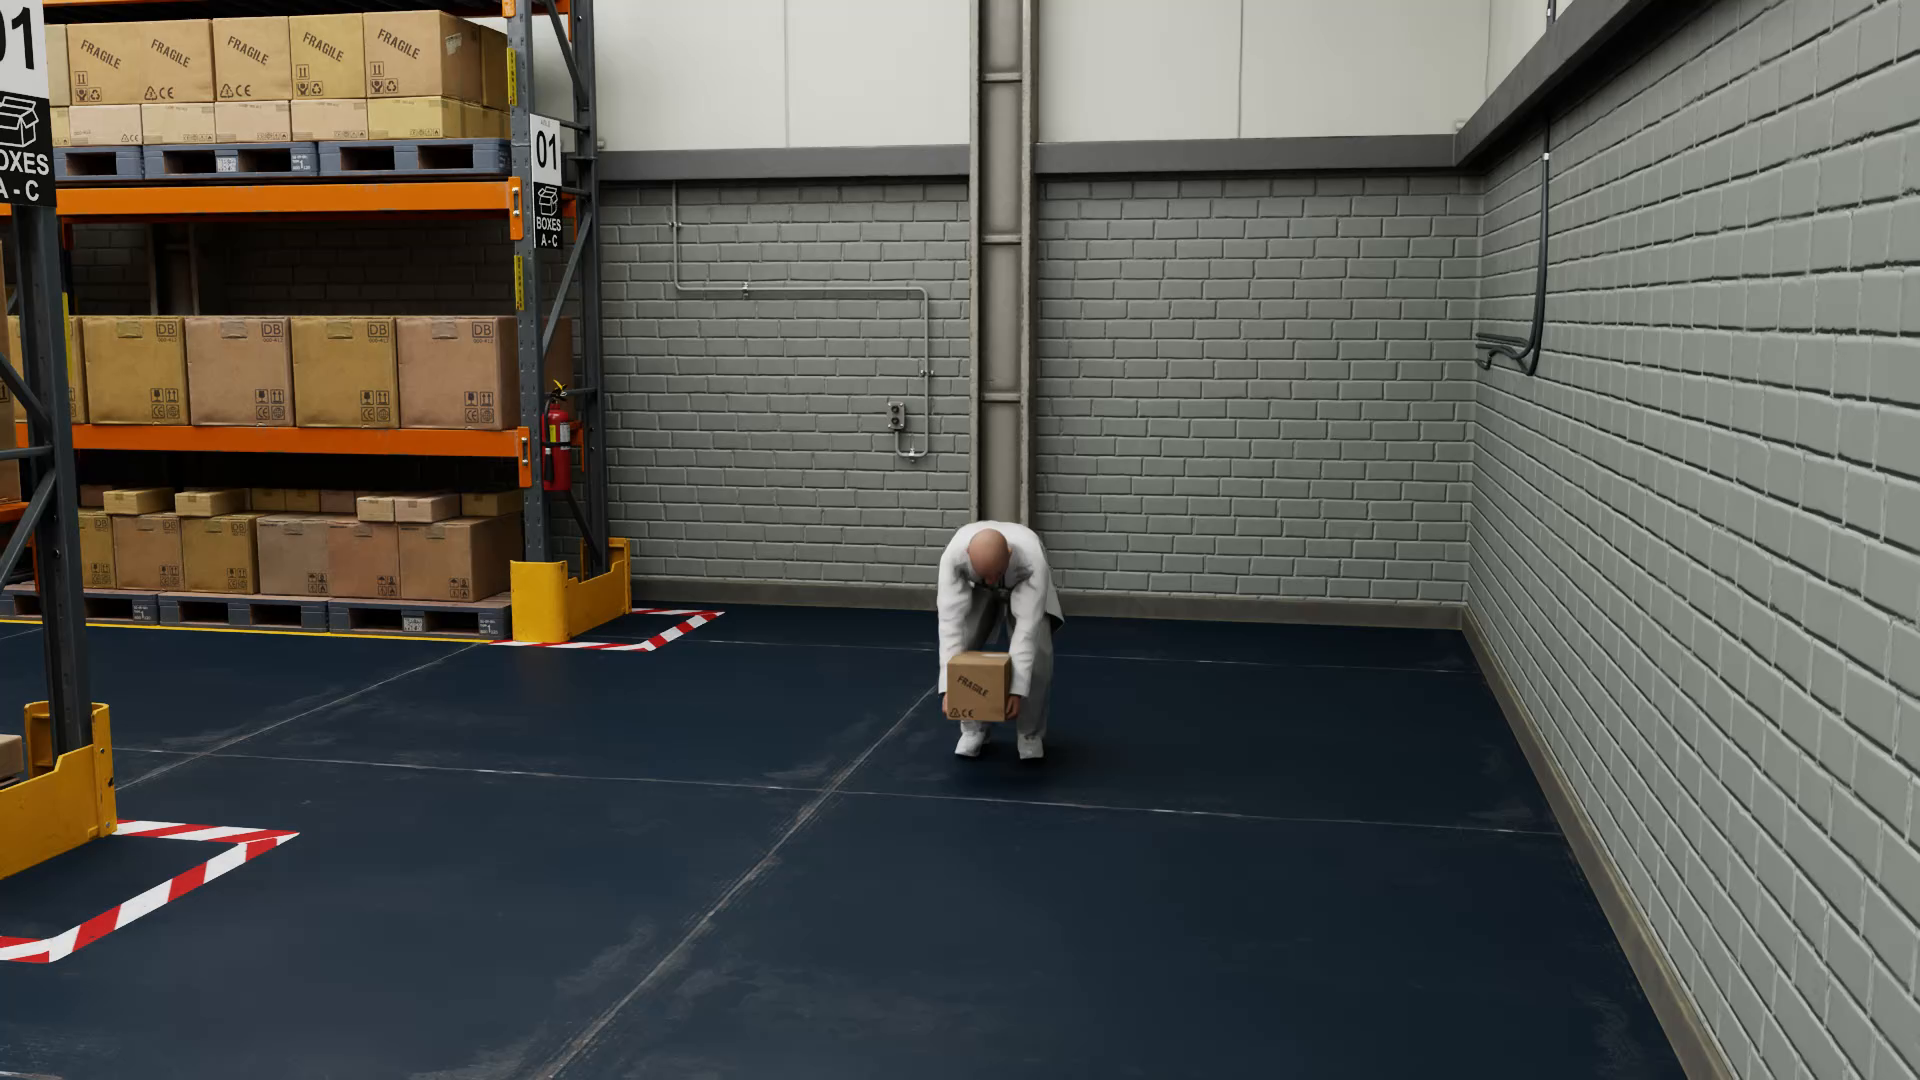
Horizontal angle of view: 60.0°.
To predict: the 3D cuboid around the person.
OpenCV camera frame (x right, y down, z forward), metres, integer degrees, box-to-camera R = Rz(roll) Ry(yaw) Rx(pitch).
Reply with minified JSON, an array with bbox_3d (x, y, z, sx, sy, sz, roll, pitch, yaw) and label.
[{"bbox_3d":[0.164,0.455,7.477,0.587,1.117,0.940,1,8,8],"label":"person"}]
